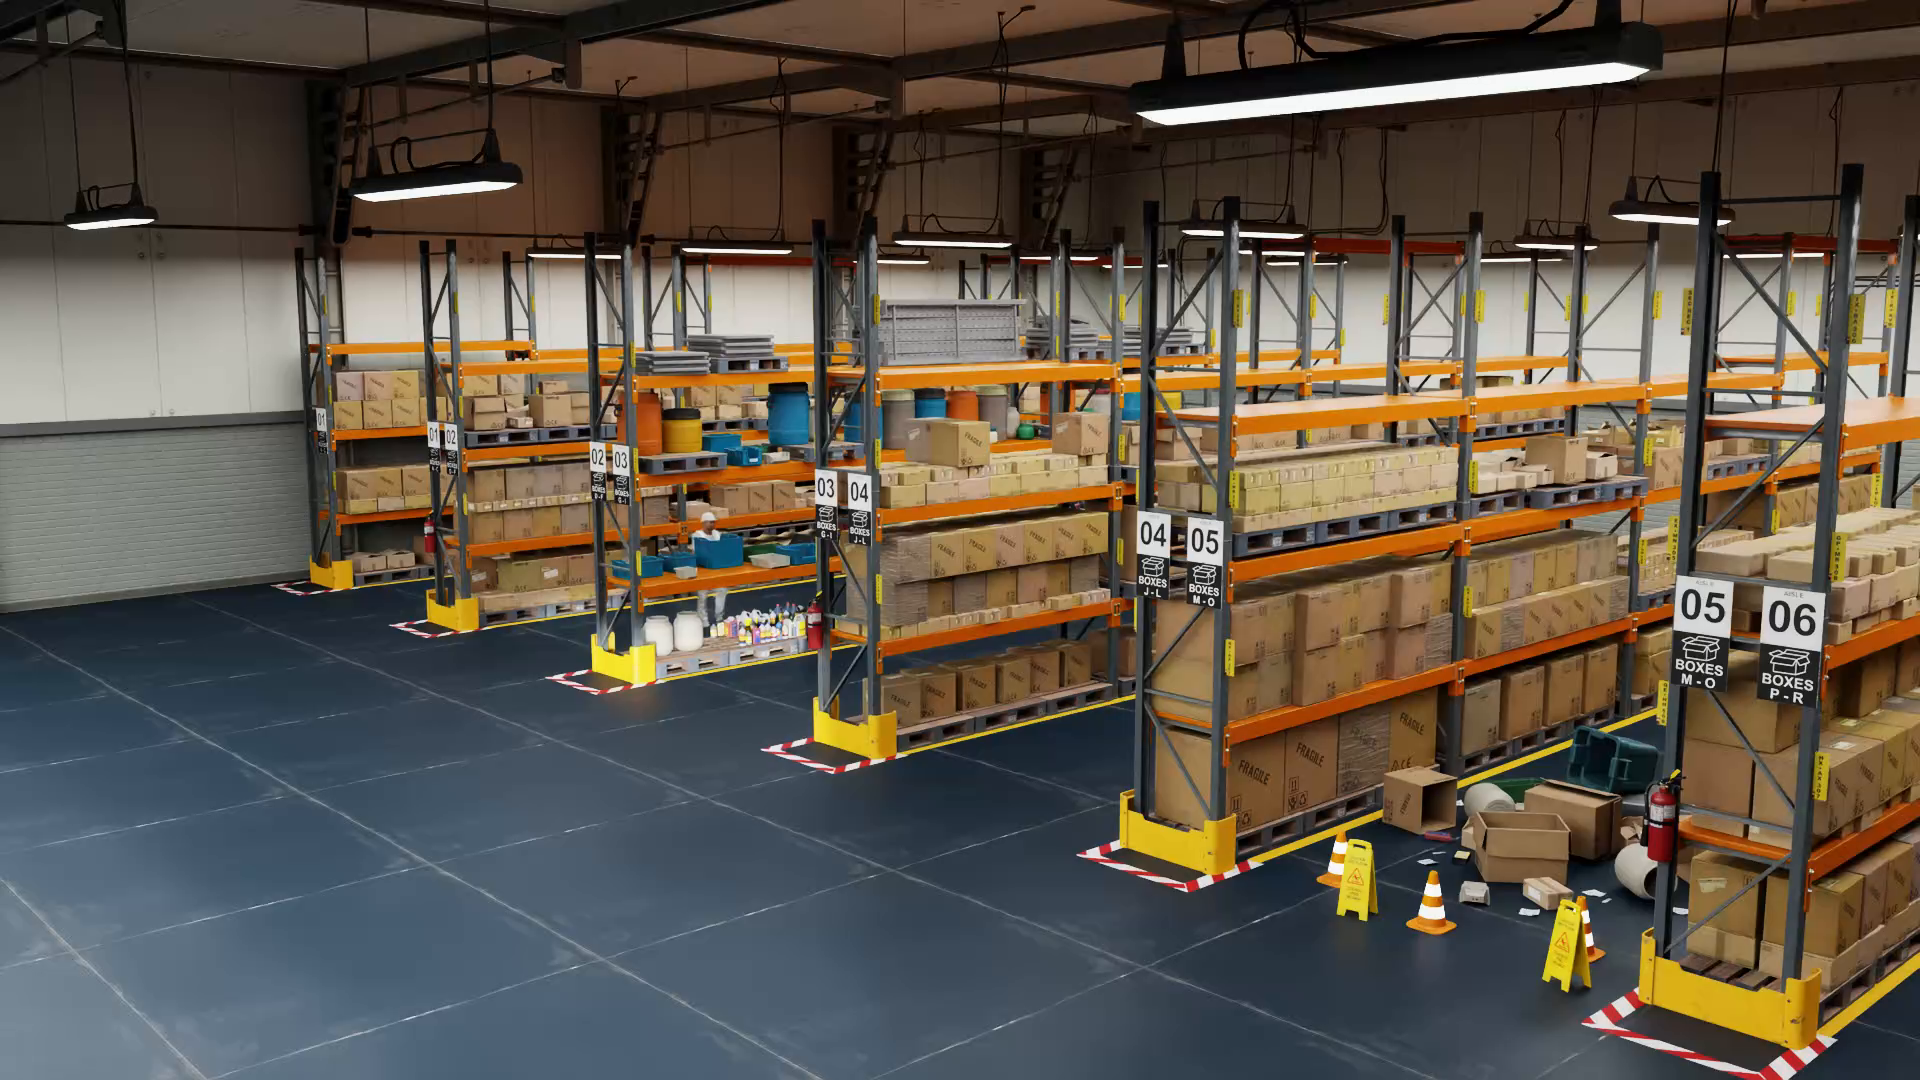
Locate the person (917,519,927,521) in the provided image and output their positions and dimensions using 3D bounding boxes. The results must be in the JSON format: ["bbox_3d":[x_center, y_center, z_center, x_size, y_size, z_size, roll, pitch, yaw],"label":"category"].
[{"bbox_3d":[-0.697,0.161,27.200,0.568,1.713,0.407,1,8,8],"label":"person"}]

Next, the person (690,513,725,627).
[{"bbox_3d":[-3.975,0.476,26.172,0.624,1.826,0.388,-6,11,-38],"label":"person"}]
